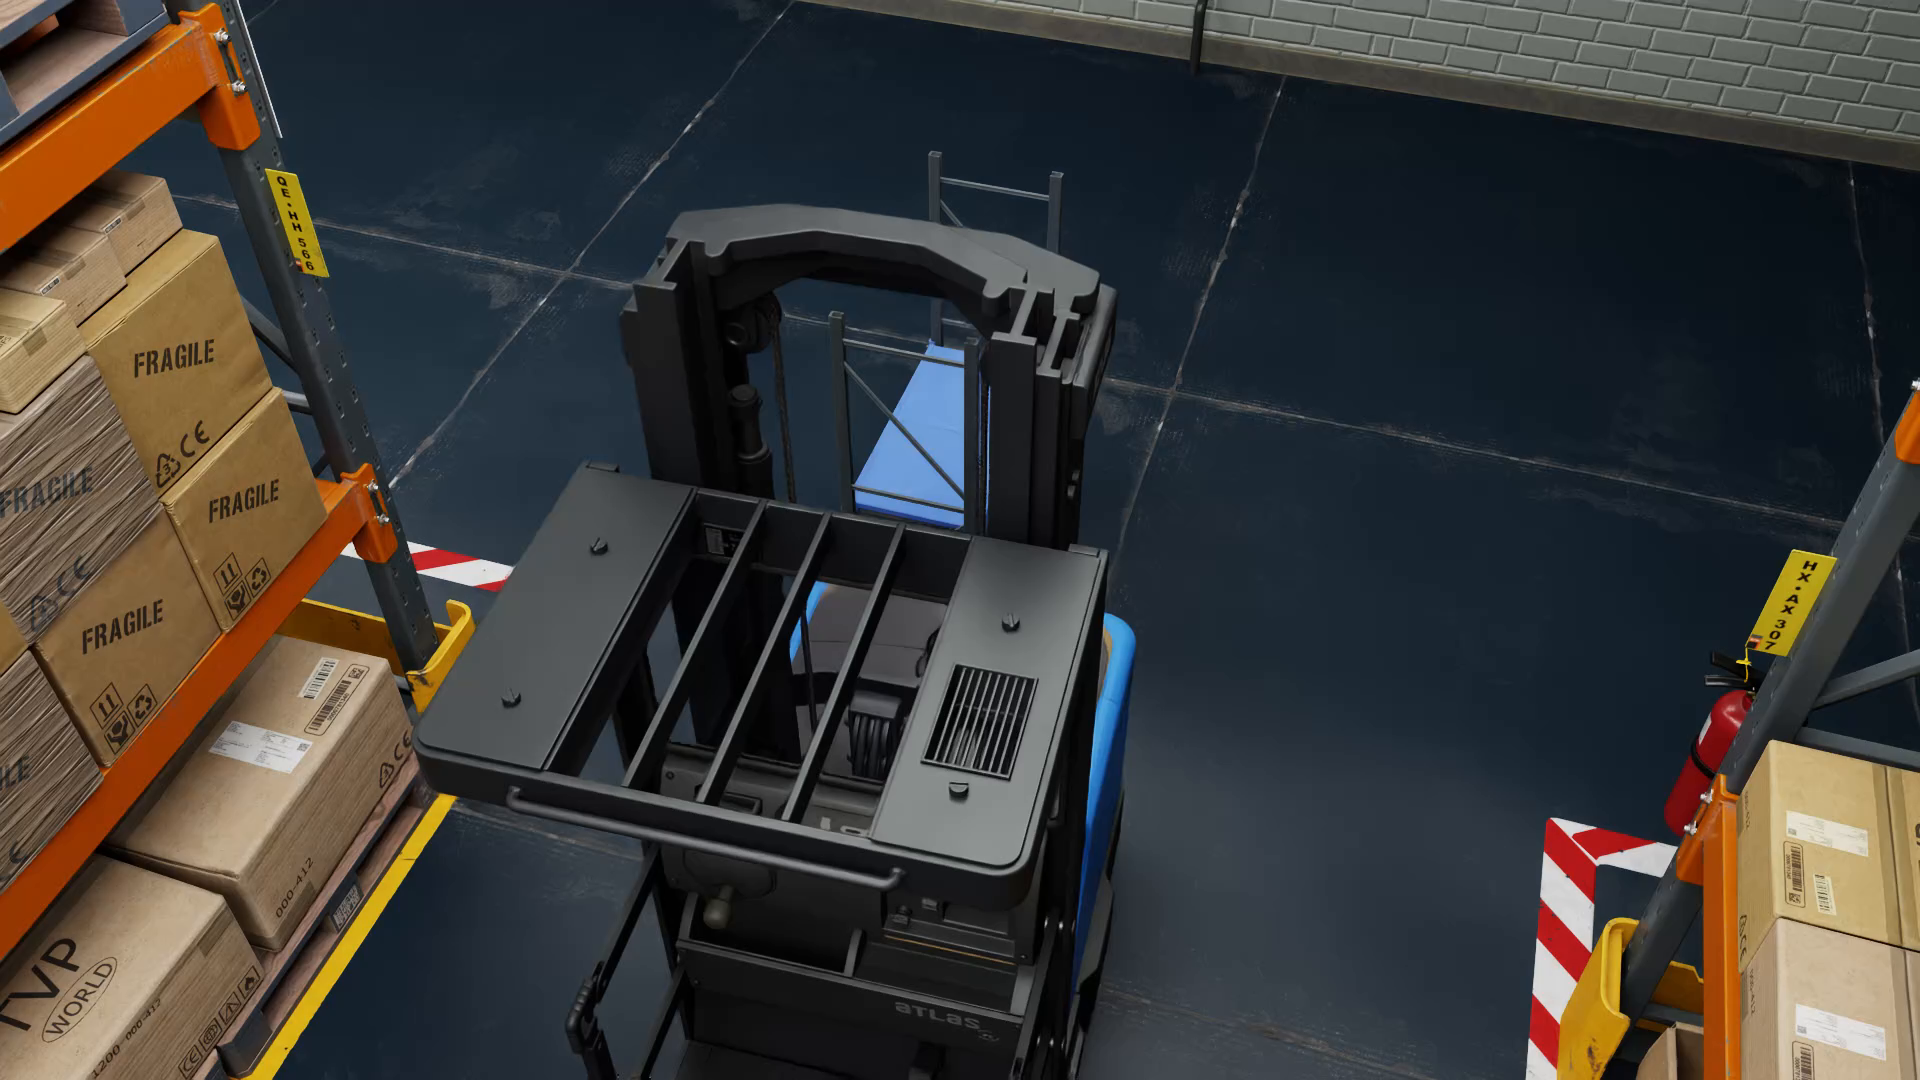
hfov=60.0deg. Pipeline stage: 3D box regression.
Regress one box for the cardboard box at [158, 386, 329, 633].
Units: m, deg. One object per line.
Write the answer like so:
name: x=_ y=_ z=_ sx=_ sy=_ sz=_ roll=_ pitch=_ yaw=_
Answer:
cardboard box: x=-2.192 y=-0.134 z=4.670 sx=0.500 sy=0.500 sz=0.500 roll=13 pitch=46 yaw=13

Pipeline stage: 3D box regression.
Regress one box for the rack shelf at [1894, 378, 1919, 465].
rack shelf: x=1.828 y=1.091 z=1.860 sx=1.077 sy=0.370 sz=4.000 roll=13 pitch=46 yaw=13

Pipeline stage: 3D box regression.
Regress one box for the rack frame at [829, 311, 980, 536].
rack frame: x=-0.180 y=-0.140 z=5.821 sx=0.500 sy=1.500 sz=0.032 roll=13 pitch=46 yaw=13

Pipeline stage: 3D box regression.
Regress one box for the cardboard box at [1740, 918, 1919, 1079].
cardboard box: x=1.887 y=1.102 z=3.374 sx=0.500 sy=0.250 sz=0.500 roll=13 pitch=46 yaw=13

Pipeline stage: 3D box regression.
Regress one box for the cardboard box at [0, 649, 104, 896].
cardboard box: x=-2.505 y=0.543 z=3.979 sx=0.500 sy=0.500 sz=0.500 roll=14 pitch=46 yaw=14

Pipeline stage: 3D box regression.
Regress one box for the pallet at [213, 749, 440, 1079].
pallet: x=-2.466 y=1.071 z=5.505 sx=1.003 sy=0.211 sz=1.213 roll=13 pitch=46 yaw=13

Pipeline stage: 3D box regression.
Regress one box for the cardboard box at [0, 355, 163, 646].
cardboard box: x=-2.348 y=-0.142 z=3.964 sx=0.500 sy=0.500 sz=0.500 roll=13 pitch=46 yaw=13

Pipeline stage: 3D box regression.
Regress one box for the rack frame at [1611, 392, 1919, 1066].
rack frame: x=2.433 y=0.573 z=4.019 sx=1.000 sy=3.000 sz=0.127 roll=13 pitch=46 yaw=13

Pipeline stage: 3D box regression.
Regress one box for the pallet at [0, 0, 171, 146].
pallet: x=-2.513 y=-1.019 z=3.566 sx=1.003 sy=0.211 sz=1.213 roll=13 pitch=46 yaw=13

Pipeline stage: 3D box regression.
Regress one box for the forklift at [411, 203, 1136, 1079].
forklift: x=-0.314 y=0.868 z=3.767 sx=1.130 sy=2.935 sz=3.031 roll=10 pitch=45 yaw=10

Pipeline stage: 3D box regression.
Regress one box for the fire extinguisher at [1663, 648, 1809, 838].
fire extinguisher: x=2.037 y=0.538 z=4.377 sx=0.296 sy=0.674 sz=0.183 roll=13 pitch=46 yaw=13

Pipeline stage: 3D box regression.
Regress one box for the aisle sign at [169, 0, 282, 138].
aisle sign: x=-1.981 y=-1.387 z=4.164 sx=0.394 sy=0.787 sz=0.004 roll=13 pitch=46 yaw=13

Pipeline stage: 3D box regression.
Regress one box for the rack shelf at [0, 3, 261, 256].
rack shelf: x=-2.904 y=0.043 z=2.931 sx=1.077 sy=0.370 sz=4.000 roll=13 pitch=46 yaw=13

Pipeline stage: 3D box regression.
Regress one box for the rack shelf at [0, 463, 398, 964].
rack shelf: x=-2.904 y=1.115 z=3.981 sx=1.077 sy=0.370 sz=4.000 roll=13 pitch=46 yaw=13

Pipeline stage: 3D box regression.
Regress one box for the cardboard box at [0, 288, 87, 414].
cardboard box: x=-2.268 y=-0.455 z=3.820 sx=0.380 sy=0.149 sz=0.250 roll=12 pitch=46 yaw=12

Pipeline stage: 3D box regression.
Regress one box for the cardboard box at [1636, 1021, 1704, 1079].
cardboard box: x=2.158 y=1.703 z=4.350 sx=0.797 sy=0.503 sz=0.637 roll=11 pitch=45 yaw=11

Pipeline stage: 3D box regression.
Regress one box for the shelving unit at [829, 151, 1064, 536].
shelving unit: x=-0.026 y=-0.479 z=6.167 sx=0.538 sy=1.500 sz=1.048 roll=13 pitch=46 yaw=13

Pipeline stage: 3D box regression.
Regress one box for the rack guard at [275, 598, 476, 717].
rack guard: x=-2.291 y=0.402 z=5.982 sx=1.175 sy=0.500 sz=0.348 roll=13 pitch=46 yaw=13

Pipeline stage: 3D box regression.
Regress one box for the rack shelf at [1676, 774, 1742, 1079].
rack shelf: x=1.828 y=2.164 z=2.909 sx=1.077 sy=0.370 sz=4.000 roll=13 pitch=46 yaw=13

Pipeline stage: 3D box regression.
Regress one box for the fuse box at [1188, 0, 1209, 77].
fuse box: x=1.345 y=-3.236 z=8.834 sx=0.539 sy=1.711 sz=0.414 roll=13 pitch=46 yaw=13

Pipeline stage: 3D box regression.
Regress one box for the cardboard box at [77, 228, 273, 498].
cardboard box: x=-2.217 y=-0.497 z=4.327 sx=0.500 sy=0.500 sz=0.500 roll=14 pitch=46 yaw=14

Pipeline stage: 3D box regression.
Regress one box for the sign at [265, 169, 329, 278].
sign: x=-1.785 y=-0.850 z=4.477 sx=0.100 sy=0.325 sz=0.005 roll=13 pitch=46 yaw=13

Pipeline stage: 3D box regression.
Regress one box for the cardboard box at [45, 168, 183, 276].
cardboard box: x=-2.216 y=-0.819 z=4.192 sx=0.380 sy=0.149 sz=0.250 roll=13 pitch=46 yaw=13

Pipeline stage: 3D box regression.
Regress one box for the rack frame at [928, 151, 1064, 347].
rack frame: x=0.128 y=-0.818 z=6.514 sx=0.500 sy=1.500 sz=0.032 roll=13 pitch=46 yaw=13

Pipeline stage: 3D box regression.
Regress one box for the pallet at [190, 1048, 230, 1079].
pallet: x=-2.837 y=1.881 z=4.677 sx=1.003 sy=0.211 sz=1.213 roll=13 pitch=46 yaw=12

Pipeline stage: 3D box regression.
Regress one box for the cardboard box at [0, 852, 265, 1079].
cardboard box: x=-2.672 y=1.363 z=4.744 sx=0.875 sy=0.438 sz=0.875 roll=14 pitch=46 yaw=14

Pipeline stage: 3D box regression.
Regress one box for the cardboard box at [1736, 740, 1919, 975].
cardboard box: x=2.039 y=0.766 z=3.717 sx=0.500 sy=0.250 sz=0.500 roll=13 pitch=46 yaw=13

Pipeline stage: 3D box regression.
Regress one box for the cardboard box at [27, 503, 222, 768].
cardboard box: x=-2.359 y=0.198 z=4.332 sx=0.500 sy=0.500 sz=0.500 roll=12 pitch=46 yaw=12

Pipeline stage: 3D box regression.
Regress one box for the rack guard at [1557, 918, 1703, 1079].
rack guard: x=2.410 y=1.517 z=4.842 sx=1.175 sy=0.500 sz=0.348 roll=13 pitch=46 yaw=13

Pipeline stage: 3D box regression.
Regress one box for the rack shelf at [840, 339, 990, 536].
rack shelf: x=-0.026 y=-0.351 z=6.293 sx=0.538 sy=0.185 sz=1.000 roll=13 pitch=46 yaw=13

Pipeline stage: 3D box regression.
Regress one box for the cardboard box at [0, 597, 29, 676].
cardboard box: x=-2.501 y=0.187 z=3.628 sx=0.500 sy=0.500 sz=0.500 roll=12 pitch=46 yaw=12

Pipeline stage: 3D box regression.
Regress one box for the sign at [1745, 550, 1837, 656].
sign: x=1.916 y=0.149 z=3.834 sx=0.100 sy=0.325 sz=0.005 roll=13 pitch=46 yaw=13

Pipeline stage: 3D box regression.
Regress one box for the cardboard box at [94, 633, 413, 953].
cardboard box: x=-2.403 y=0.751 z=5.369 sx=0.875 sy=0.438 sz=0.875 roll=11 pitch=45 yaw=11

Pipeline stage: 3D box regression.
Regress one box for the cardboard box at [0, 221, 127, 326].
cardboard box: x=-2.270 y=-0.645 z=4.014 sx=0.380 sy=0.149 sz=0.250 roll=13 pitch=46 yaw=13

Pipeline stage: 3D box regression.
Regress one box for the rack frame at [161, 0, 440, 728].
rack frame: x=-2.298 y=-0.476 z=5.091 sx=1.000 sy=3.000 sz=0.127 roll=13 pitch=46 yaw=13
